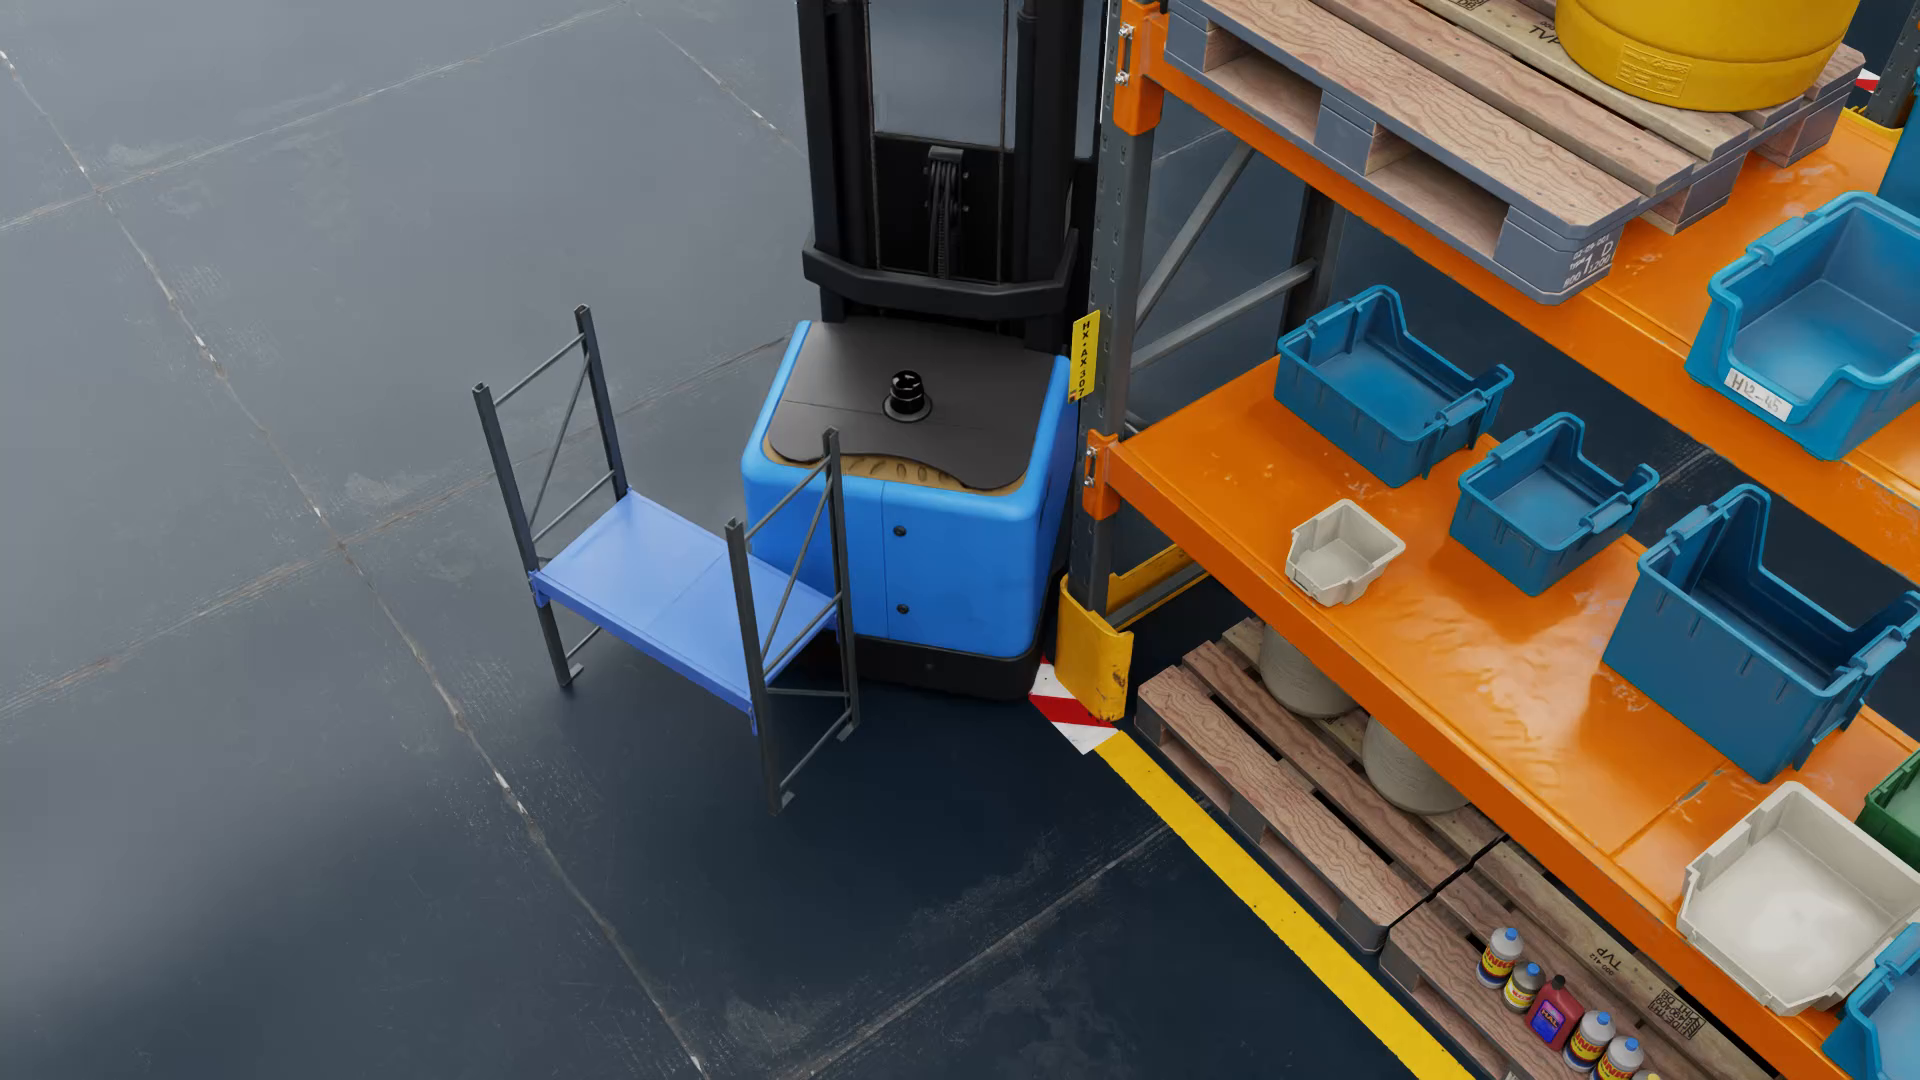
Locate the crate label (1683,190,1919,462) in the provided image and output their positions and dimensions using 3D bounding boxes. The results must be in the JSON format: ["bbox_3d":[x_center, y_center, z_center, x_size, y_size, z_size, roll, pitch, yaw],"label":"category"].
[{"bbox_3d":[1.686,-0.410,3.171,0.502,0.251,0.408,-29,54,-24],"label":"crate label"}]

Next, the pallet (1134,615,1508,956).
[{"bbox_3d":[1.387,0.738,5.938,1.003,0.211,1.213,-29,54,-24],"label":"pallet"}]

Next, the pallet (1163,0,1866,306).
[{"bbox_3d":[1.239,-1.116,3.839,1.003,0.211,1.213,-29,54,-24],"label":"pallet"}]

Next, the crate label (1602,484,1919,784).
[{"bbox_3d":[2.146,0.248,4.475,0.502,0.435,0.616,-29,54,-24],"label":"crate label"}]

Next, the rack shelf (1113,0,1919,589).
[{"bbox_3d":[2.027,-0.291,3.449,1.077,0.370,4.000,-29,54,-24],"label":"rack shelf"}]

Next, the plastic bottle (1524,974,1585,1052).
[{"bbox_3d":[1.788,1.411,4.981,0.061,0.283,0.133,-29,54,-23],"label":"plastic bottle"}]

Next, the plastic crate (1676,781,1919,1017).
[{"bbox_3d":[2.053,0.899,4.087,0.530,0.136,0.437,-29,54,-24],"label":"plastic crate"}]

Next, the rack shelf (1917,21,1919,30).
[{"bbox_3d":[5.971,-1.503,6.572,1.077,0.370,4.000,-29,54,-24],"label":"rack shelf"}]

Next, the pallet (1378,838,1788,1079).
[{"bbox_3d":[2.121,1.457,5.286,1.003,0.211,1.213,-29,54,-24],"label":"pallet"}]

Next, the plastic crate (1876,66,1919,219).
[{"bbox_3d":[2.210,-0.717,3.360,0.392,0.384,0.575,-29,54,-24],"label":"plastic crate"}]

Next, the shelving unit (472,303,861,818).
[{"bbox_3d":[-0.940,0.103,5.643,1.048,1.500,0.538,27,53,22],"label":"shelving unit"}]

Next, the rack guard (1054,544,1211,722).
[{"bbox_3d":[0.899,0.159,6.267,1.175,0.500,0.348,-29,54,-24],"label":"rack guard"}]

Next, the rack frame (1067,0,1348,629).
[{"bbox_3d":[0.816,-0.704,5.362,1.000,3.000,0.127,-29,54,-24],"label":"rack frame"}]

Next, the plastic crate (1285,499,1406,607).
[{"bbox_3d":[1.102,0.057,4.851,0.298,0.136,0.250,-29,54,-24],"label":"plastic crate"}]

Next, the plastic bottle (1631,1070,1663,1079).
[{"bbox_3d":[1.994,1.616,4.851,0.097,0.201,0.097,0,48,0],"label":"plastic bottle"}]

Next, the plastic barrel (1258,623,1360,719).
[{"bbox_3d":[1.275,0.344,5.808,0.421,0.512,0.421,0,48,0],"label":"plastic barrel"}]

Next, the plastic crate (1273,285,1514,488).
[{"bbox_3d":[1.357,-0.493,5.272,0.499,0.251,0.616,-29,54,-24],"label":"plastic crate"}]

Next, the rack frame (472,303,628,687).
[{"bbox_3d":[-1.359,-0.110,5.837,0.032,1.500,0.500,27,53,22],"label":"rack frame"}]

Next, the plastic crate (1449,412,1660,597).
[{"bbox_3d":[1.746,-0.108,4.922,0.499,0.251,0.408,-29,54,-24],"label":"plastic crate"}]

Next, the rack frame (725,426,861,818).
[{"bbox_3d":[-0.521,0.316,5.450,0.032,1.500,0.500,27,53,22],"label":"rack frame"}]

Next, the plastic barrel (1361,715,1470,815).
[{"bbox_3d":[1.579,0.640,5.540,0.421,0.512,0.421,0,48,0],"label":"plastic barrel"}]

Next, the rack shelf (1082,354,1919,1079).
[{"bbox_3d":[2.027,0.717,4.560,1.077,0.370,4.000,-29,54,-24],"label":"rack shelf"}]

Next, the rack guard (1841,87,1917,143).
[{"bbox_3d":[4.746,-2.098,8.314,1.175,0.500,0.348,-29,54,-24],"label":"rack guard"}]

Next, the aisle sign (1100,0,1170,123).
[{"bbox_3d":[0.539,-1.488,4.319,0.394,0.787,0.004,-29,54,-24],"label":"aisle sign"}]

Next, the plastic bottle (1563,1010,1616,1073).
[{"bbox_3d":[1.873,1.476,4.931,0.097,0.271,0.097,0,48,0],"label":"plastic bottle"}]

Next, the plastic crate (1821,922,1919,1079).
[{"bbox_3d":[2.352,1.174,3.761,0.499,0.251,0.616,-29,54,-24],"label":"plastic crate"}]

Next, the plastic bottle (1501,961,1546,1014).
[{"bbox_3d":[1.728,1.358,5.085,0.097,0.201,0.097,0,48,0],"label":"plastic bottle"}]

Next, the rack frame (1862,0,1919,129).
[{"bbox_3d":[4.760,-2.924,7.375,1.000,3.000,0.127,-29,54,-24],"label":"rack frame"}]

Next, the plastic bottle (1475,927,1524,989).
[{"bbox_3d":[1.666,1.273,5.114,0.097,0.271,0.097,0,48,0],"label":"plastic bottle"}]

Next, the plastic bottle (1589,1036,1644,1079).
[{"bbox_3d":[1.934,1.535,4.878,0.097,0.271,0.097,0,48,0],"label":"plastic bottle"}]

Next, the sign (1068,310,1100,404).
[{"bbox_3d":[0.375,-0.553,5.038,0.100,0.325,0.005,-29,54,-24],"label":"sign"}]

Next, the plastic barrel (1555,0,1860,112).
[{"bbox_3d":[1.607,-1.301,3.468,0.600,0.588,0.600,0,48,0],"label":"plastic barrel"}]

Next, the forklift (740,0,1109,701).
[{"bbox_3d":[0.050,-1.507,6.137,1.130,2.935,3.031,9,48,8],"label":"forklift"}]

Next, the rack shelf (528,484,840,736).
[{"bbox_3d":[-0.940,0.224,5.776,1.000,0.185,0.538,27,53,22],"label":"rack shelf"}]

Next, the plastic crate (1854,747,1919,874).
[{"bbox_3d":[2.641,0.799,4.143,0.450,0.188,0.662,-29,54,-24],"label":"plastic crate"}]
